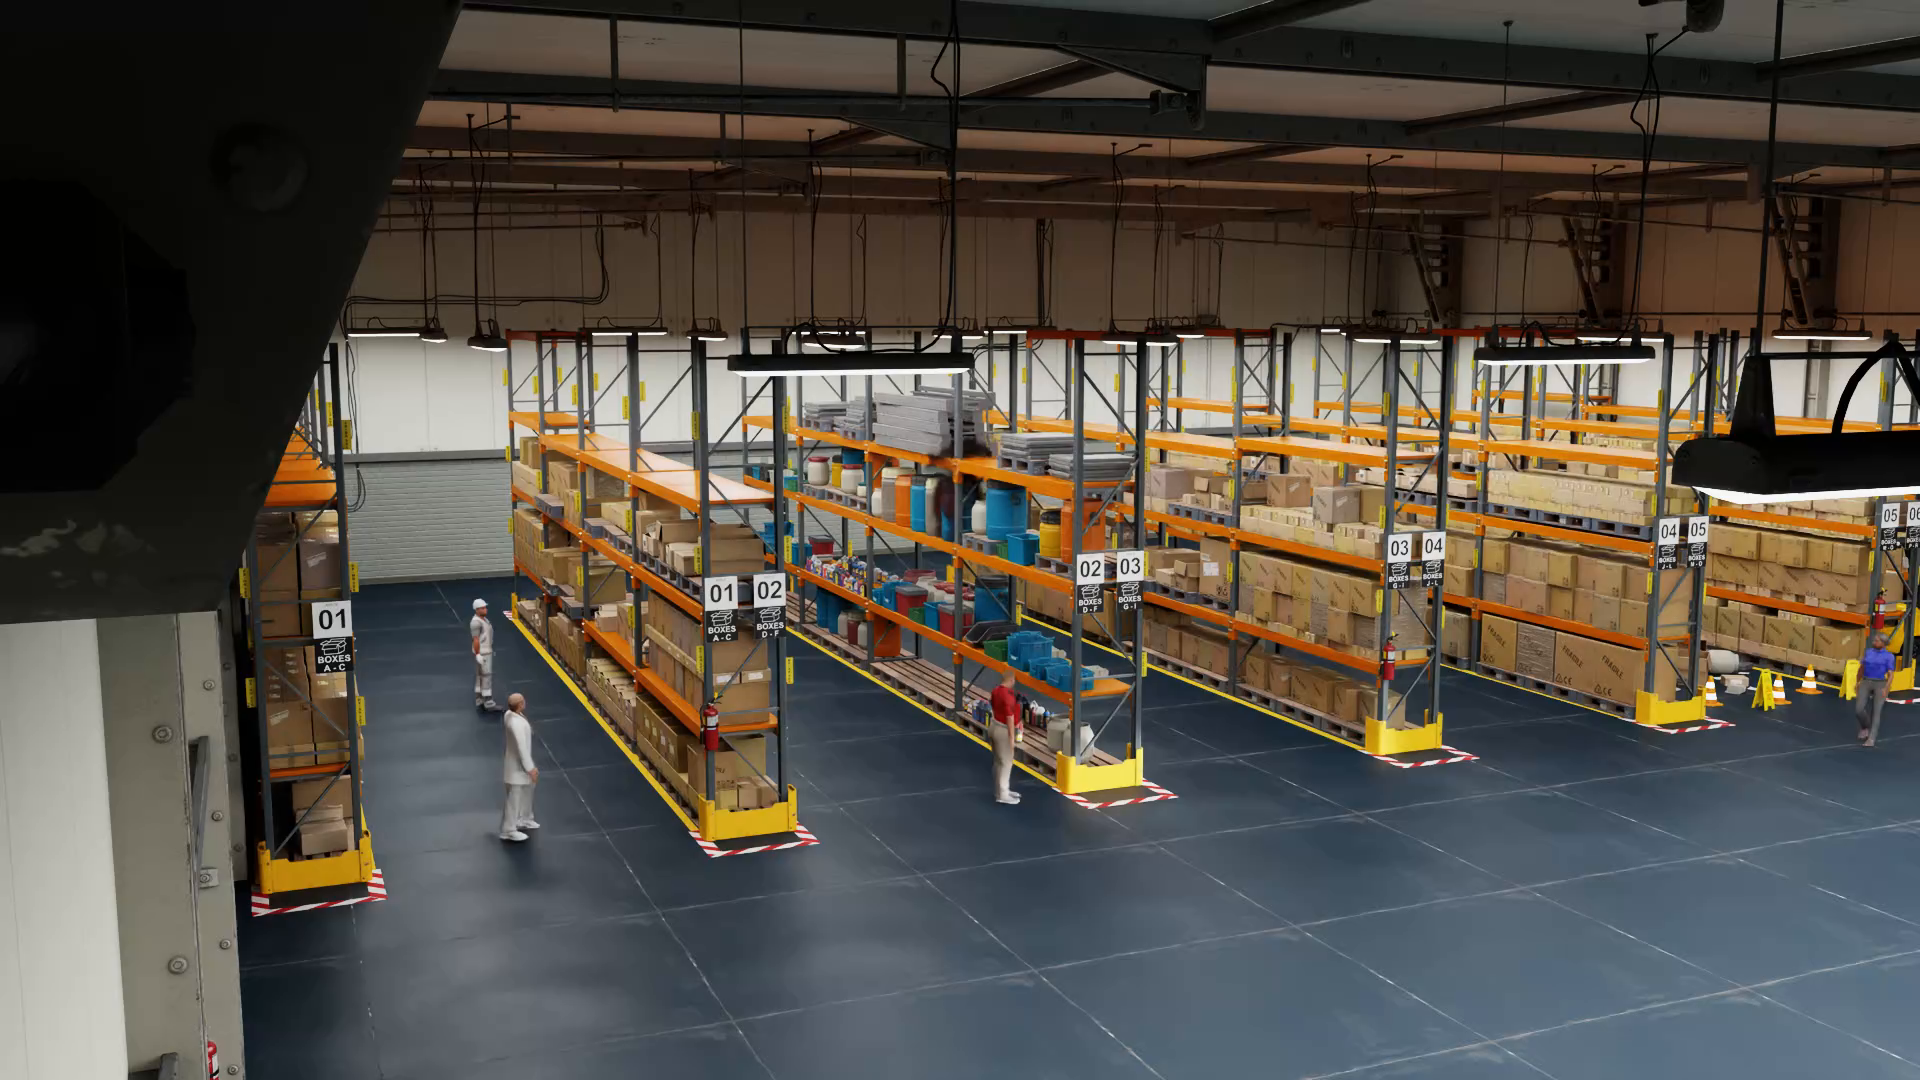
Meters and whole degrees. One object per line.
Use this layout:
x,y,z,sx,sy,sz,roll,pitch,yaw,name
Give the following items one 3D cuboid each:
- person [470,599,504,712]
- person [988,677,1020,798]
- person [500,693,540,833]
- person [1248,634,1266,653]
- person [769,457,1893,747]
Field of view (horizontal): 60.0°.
-7.595,1.828,26.649,0.472,1.789,0.573,-3,8,-18,person
0.577,2.550,21.636,0.375,1.563,0.557,-3,8,-22,person
-5.352,2.715,20.181,0.495,1.585,0.670,-2,8,-13,person
5.453,1.342,30.572,0.479,1.687,0.511,-2,8,-16,person
4.808,0.574,30.663,21.903,3.183,1.376,6,10,38,person
